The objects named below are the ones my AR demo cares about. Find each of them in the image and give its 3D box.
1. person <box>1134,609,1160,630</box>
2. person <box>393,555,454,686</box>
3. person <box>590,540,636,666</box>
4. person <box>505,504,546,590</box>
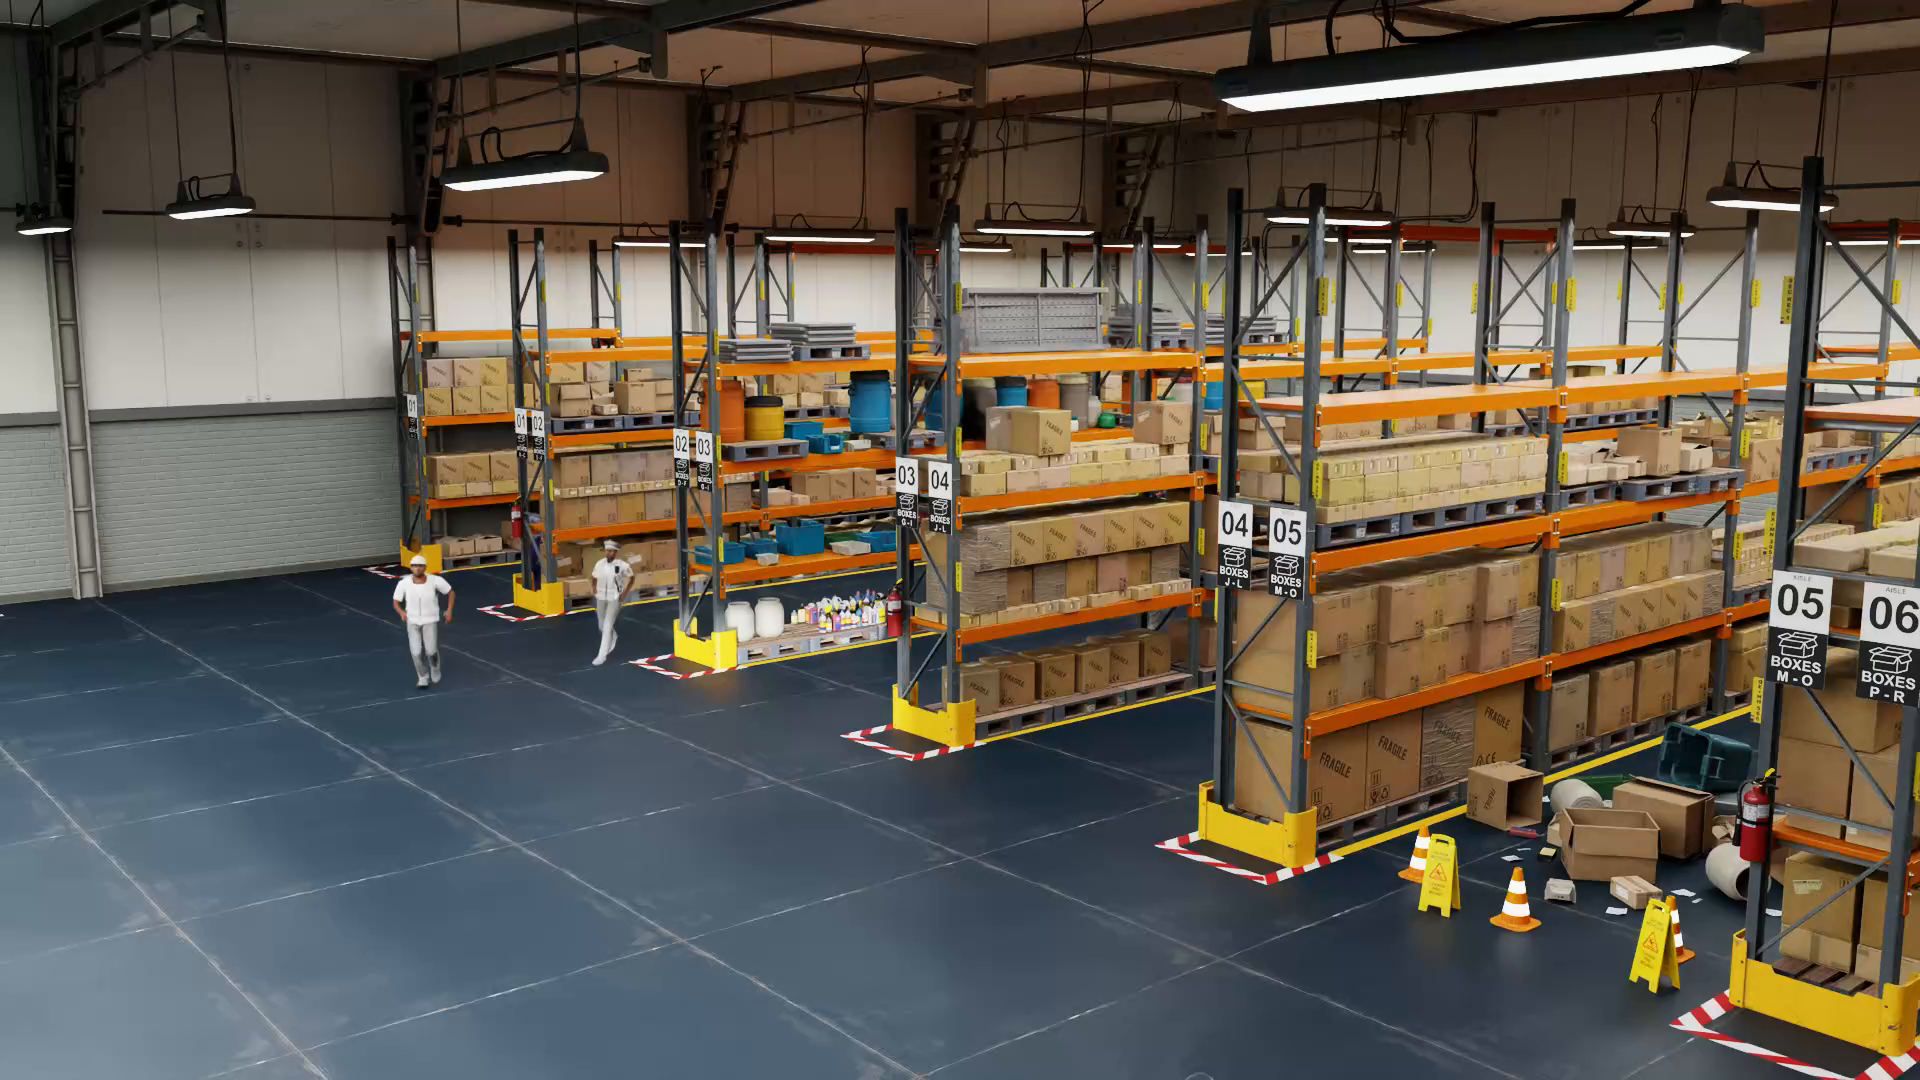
[{"bbox_3d":[2.531,0.465,23.112,0.668,1.781,0.634,7,11,38],"label":"person"},{"bbox_3d":[-6.861,1.050,21.257,0.746,1.723,0.593,-2,9,-11],"label":"person"},{"bbox_3d":[-4.795,0.824,22.920,0.604,1.692,0.852,2,9,12],"label":"person"},{"bbox_3d":[-7.262,0.131,27.985,0.745,1.525,0.620,-7,11,-40],"label":"person"}]
